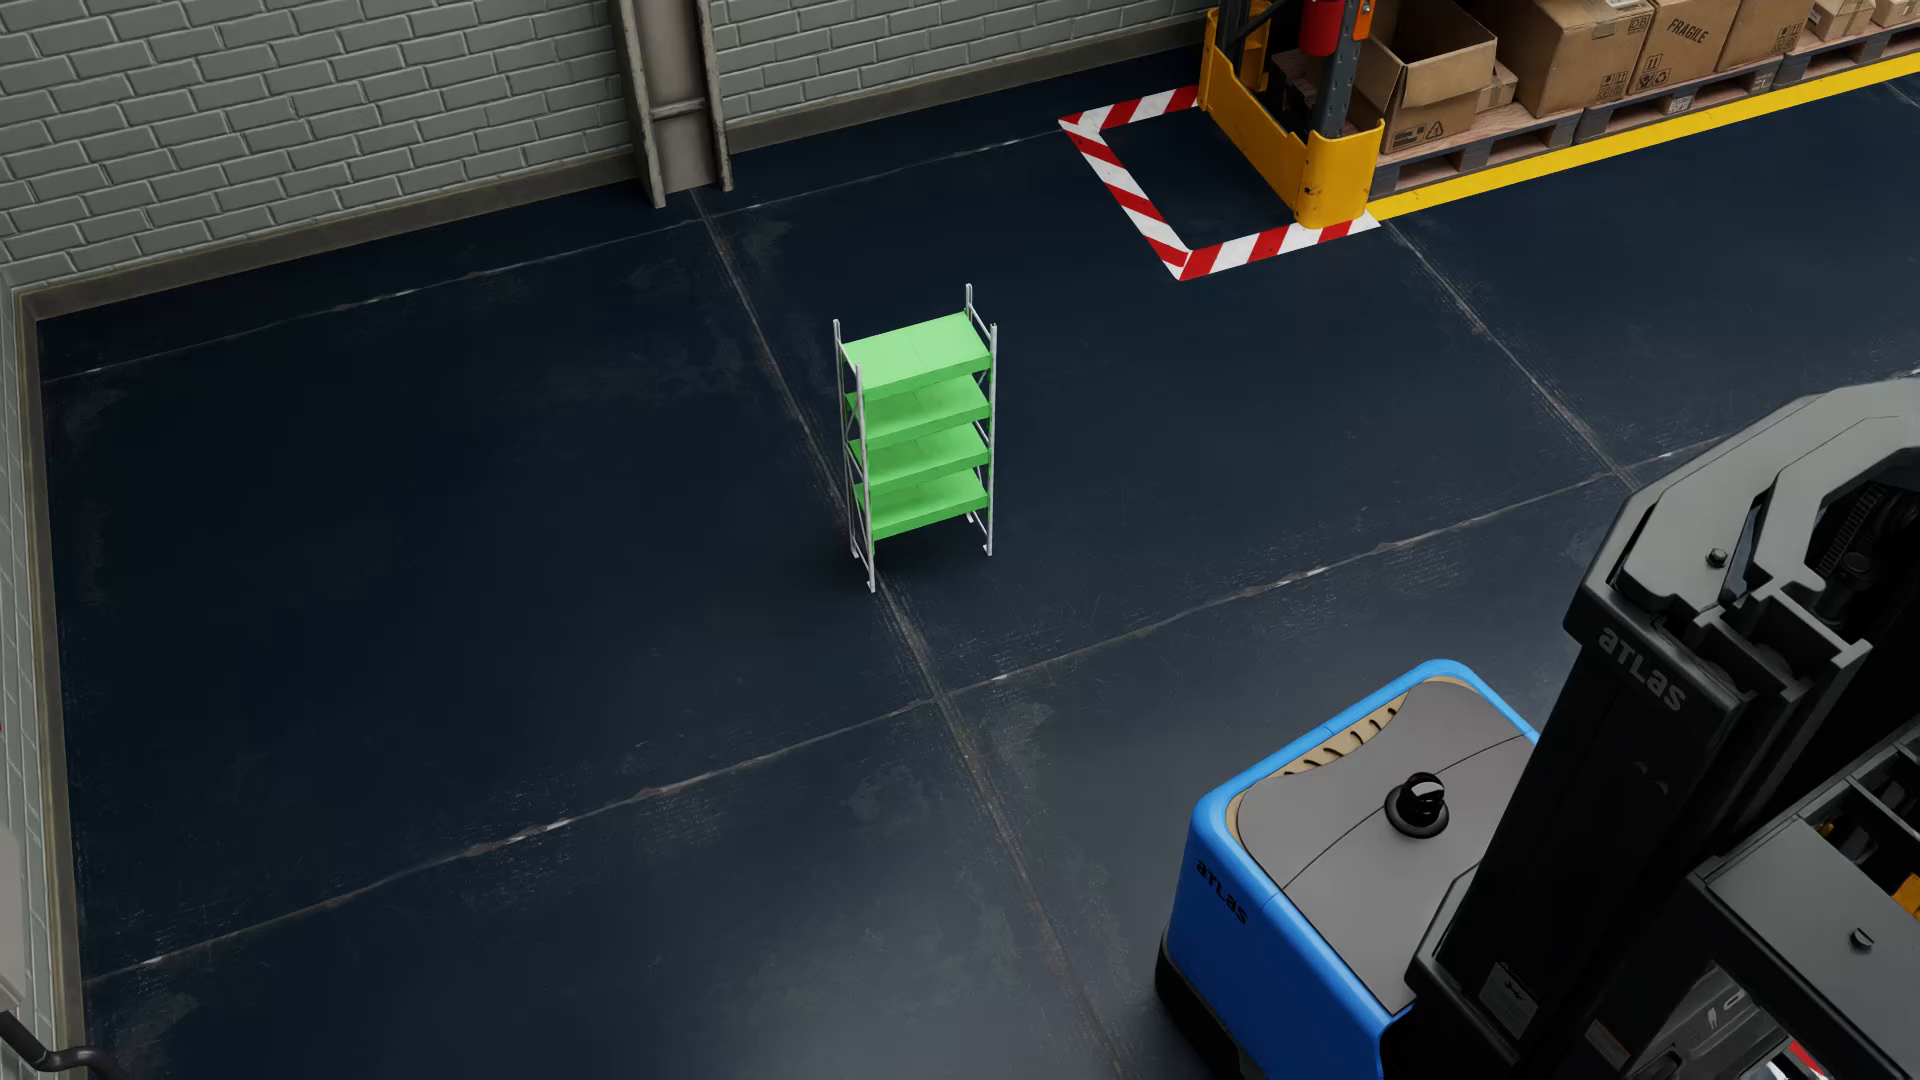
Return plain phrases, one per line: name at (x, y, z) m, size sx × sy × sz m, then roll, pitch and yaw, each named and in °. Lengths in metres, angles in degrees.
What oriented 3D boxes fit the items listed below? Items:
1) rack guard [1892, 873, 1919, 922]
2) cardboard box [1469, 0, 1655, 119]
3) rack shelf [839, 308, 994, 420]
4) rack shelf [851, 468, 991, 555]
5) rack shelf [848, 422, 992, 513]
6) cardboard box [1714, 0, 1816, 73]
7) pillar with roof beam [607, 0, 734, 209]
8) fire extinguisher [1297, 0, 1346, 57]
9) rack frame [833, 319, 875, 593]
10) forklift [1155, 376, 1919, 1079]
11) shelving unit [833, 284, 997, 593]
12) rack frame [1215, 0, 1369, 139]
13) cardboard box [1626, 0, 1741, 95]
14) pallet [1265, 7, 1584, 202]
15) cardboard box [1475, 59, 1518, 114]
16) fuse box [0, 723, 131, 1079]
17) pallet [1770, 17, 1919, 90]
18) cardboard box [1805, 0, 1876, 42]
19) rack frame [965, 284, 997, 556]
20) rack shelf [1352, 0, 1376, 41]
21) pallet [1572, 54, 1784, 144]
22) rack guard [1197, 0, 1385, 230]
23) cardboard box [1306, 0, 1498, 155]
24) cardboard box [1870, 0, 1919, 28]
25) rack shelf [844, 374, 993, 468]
rack guard at (3.360, 1.441, 5.024) m, size 0.348 × 0.500 × 1.175 m, roll -17°, pitch 52°, yaw -14°
cardboard box at (2.910, -2.515, 8.144) m, size 0.500 × 0.500 × 0.700 m, roll -15°, pitch 51°, yaw -13°
rack shelf at (-0.153, -0.614, 5.779) m, size 0.480 × 0.148 × 0.258 m, roll -17°, pitch 52°, yaw -14°
rack shelf at (-0.153, -0.145, 6.325) m, size 0.480 × 0.148 × 0.258 m, roll -17°, pitch 52°, yaw -14°
rack shelf at (-0.153, -0.302, 6.143) m, size 0.480 × 0.148 × 0.258 m, roll -17°, pitch 52°, yaw -14°
cardboard box at (3.871, -2.812, 8.400) m, size 0.500 × 0.500 × 0.700 m, roll -19°, pitch 52°, yaw -16°
pillar with roof beam at (0.293, -1.656, 2.081) m, size 0.400 × 9.000 × 9.100 m, roll -17°, pitch 52°, yaw -14°
fire extinguisher at (1.540, -2.352, 6.930) m, size 0.183 × 0.674 × 0.296 m, roll -17°, pitch 52°, yaw -14°
rack frame at (-0.379, -0.273, 6.035) m, size 0.015 × 1.200 × 0.240 m, roll -17°, pitch 52°, yaw -14°
forklift at (1.850, 1.206, 3.623) m, size 1.130 × 2.935 × 3.031 m, roll -27°, pitch 54°, yaw -21°
shelving unit at (-0.153, -0.343, 6.095) m, size 0.503 × 1.200 × 0.258 m, roll -17°, pitch 52°, yaw -14°
rack frame at (1.502, -2.865, 7.074) m, size 0.127 × 3.000 × 1.000 m, roll -17°, pitch 52°, yaw -14°
cardboard box at (3.437, -2.596, 8.214) m, size 0.500 × 0.500 × 0.500 m, roll -16°, pitch 51°, yaw -14°
pallet at (2.310, -2.208, 8.348) m, size 1.213 × 0.211 × 1.003 m, roll -17°, pitch 52°, yaw -14°
cardboard box at (2.512, -2.277, 8.171) m, size 0.250 × 0.149 × 0.380 m, roll -19°, pitch 52°, yaw -16°
fuse box at (-2.488, 1.156, 4.470) m, size 0.414 × 1.711 × 0.539 m, roll -17°, pitch 52°, yaw -14°
pallet at (4.569, -2.908, 8.949) m, size 1.213 × 0.211 × 1.003 m, roll -17°, pitch 52°, yaw -14°
cardboard box at (4.470, -2.790, 8.535) m, size 0.258 × 0.266 × 0.396 m, roll -16°, pitch 51°, yaw -13°
rack frame at (0.073, -0.413, 6.155) m, size 0.015 × 1.200 × 0.240 m, roll -17°, pitch 52°, yaw -14°
rack shelf at (3.353, -3.205, 7.840) m, size 4.000 × 0.370 × 1.077 m, roll -17°, pitch 52°, yaw -14°
pallet at (3.438, -2.555, 8.646) m, size 1.213 × 0.211 × 1.003 m, roll -17°, pitch 52°, yaw -14°
rack guard at (1.572, -2.073, 8.041) m, size 0.348 × 0.500 × 1.175 m, roll -17°, pitch 52°, yaw -14°
cardboard box at (2.104, -2.298, 7.956) m, size 0.637 × 0.503 × 0.797 m, roll -19°, pitch 52°, yaw -16°
cardboard box at (4.800, -2.855, 8.667) m, size 0.250 × 0.149 × 0.380 m, roll -19°, pitch 52°, yaw -15°
rack shelf at (-0.153, -0.458, 5.961) m, size 0.480 × 0.148 × 0.258 m, roll -17°, pitch 52°, yaw -14°
